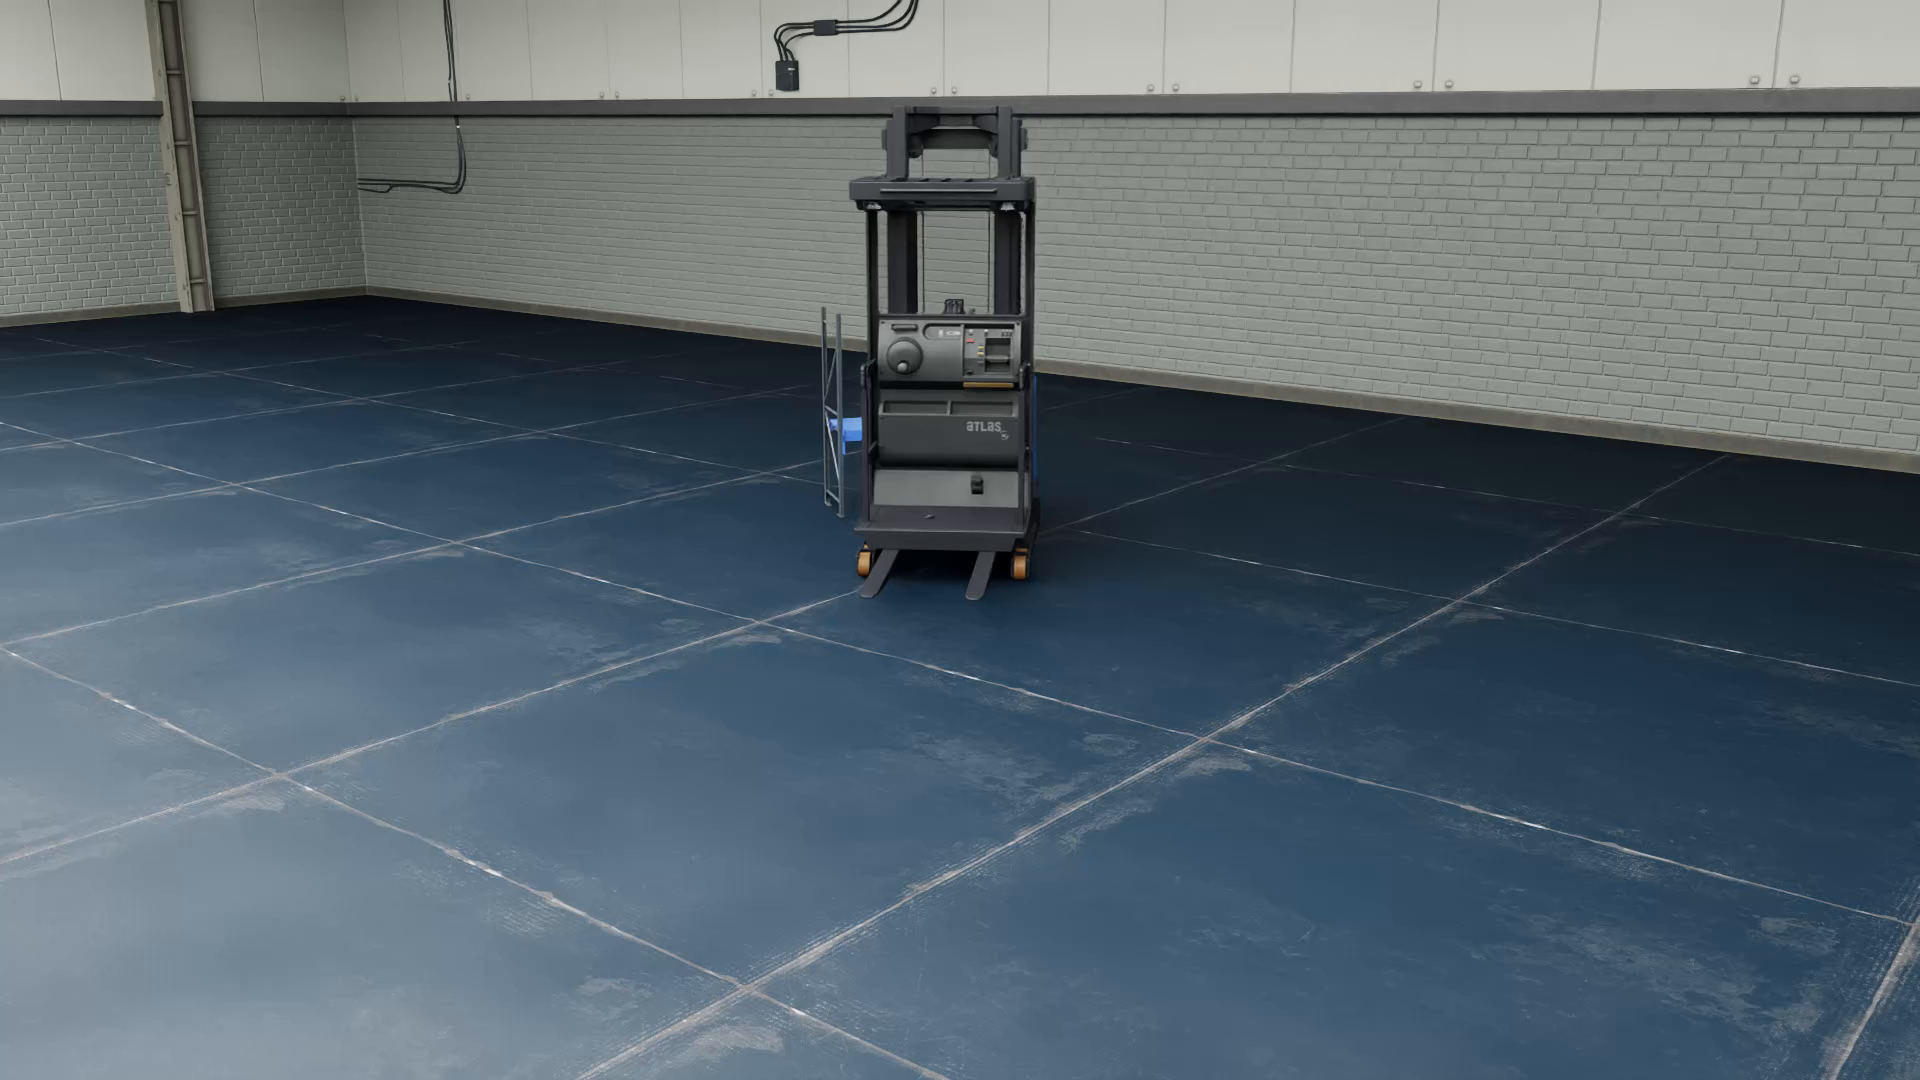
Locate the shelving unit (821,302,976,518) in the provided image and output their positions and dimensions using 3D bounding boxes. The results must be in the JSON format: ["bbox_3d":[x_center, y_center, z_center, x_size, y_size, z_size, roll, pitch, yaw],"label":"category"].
[{"bbox_3d":[-0.460,-0.989,12.470,1.048,1.500,0.538,-5,15,-17],"label":"shelving unit"}]

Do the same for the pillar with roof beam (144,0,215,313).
[{"bbox_3d":[-8.303,-7.198,21.680,9.100,9.000,0.400,11,18,38],"label":"pillar with roof beam"}]

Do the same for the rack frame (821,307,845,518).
[{"bbox_3d":[-0.943,-0.950,12.317,0.032,1.500,0.500,-5,15,-17],"label":"rack frame"}]

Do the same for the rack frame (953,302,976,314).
[{"bbox_3d":[0.023,-1.028,12.622,0.032,1.500,0.500,-5,15,-17],"label":"rack frame"}]

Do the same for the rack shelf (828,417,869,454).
[{"bbox_3d":[-0.460,-0.815,12.514,1.000,0.185,0.538,-5,15,-17],"label":"rack shelf"}]

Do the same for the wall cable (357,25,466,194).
[{"bbox_3d":[-8.771,-6.719,26.101,3.097,2.526,0.112,11,18,38],"label":"wall cable"}]

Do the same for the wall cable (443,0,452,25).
[{"bbox_3d":[-6.667,-8.748,23.831,3.097,2.526,0.112,11,18,38],"label":"wall cable"}]

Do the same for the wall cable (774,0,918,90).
[{"bbox_3d":[-1.397,-8.400,19.505,2.305,6.003,0.169,11,18,38],"label":"wall cable"}]

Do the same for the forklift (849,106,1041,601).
[{"bbox_3d":[-0.084,-1.246,10.576,1.130,2.935,3.031,1,14,5],"label":"forklift"}]
